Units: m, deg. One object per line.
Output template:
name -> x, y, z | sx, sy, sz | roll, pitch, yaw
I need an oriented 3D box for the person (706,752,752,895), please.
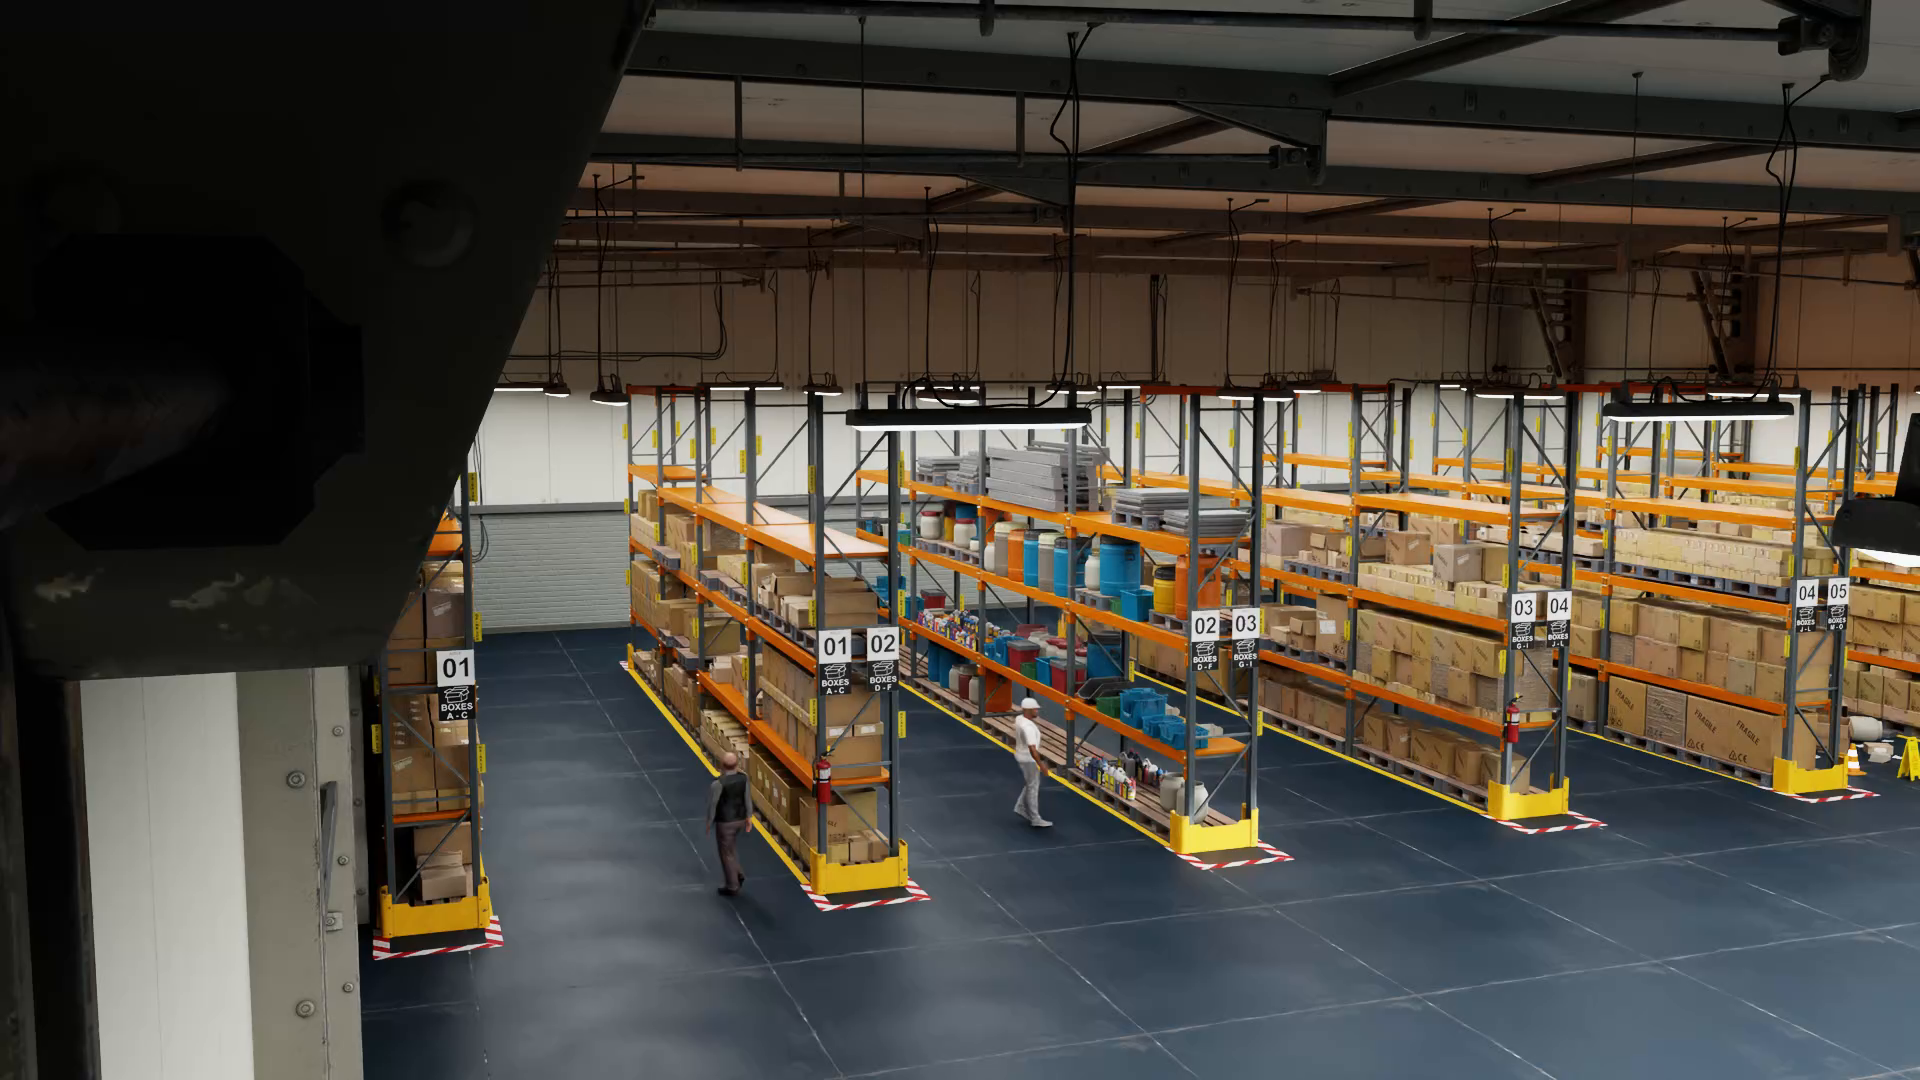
person -> -2.815, 3.411, 20.012 | 0.465, 1.740, 0.522 | 3, 7, 28

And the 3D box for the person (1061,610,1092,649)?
person -> 2.369, 1.894, 33.213 | 0.540, 1.638, 0.997 | -2, 6, -20

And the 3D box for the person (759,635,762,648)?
person -> -4.595, 1.585, 38.041 | 0.650, 1.850, 0.727 | -2, 6, -22

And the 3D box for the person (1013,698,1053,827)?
person -> 1.003, 3.066, 23.111 | 0.512, 1.774, 0.734 | -1, 6, -8
